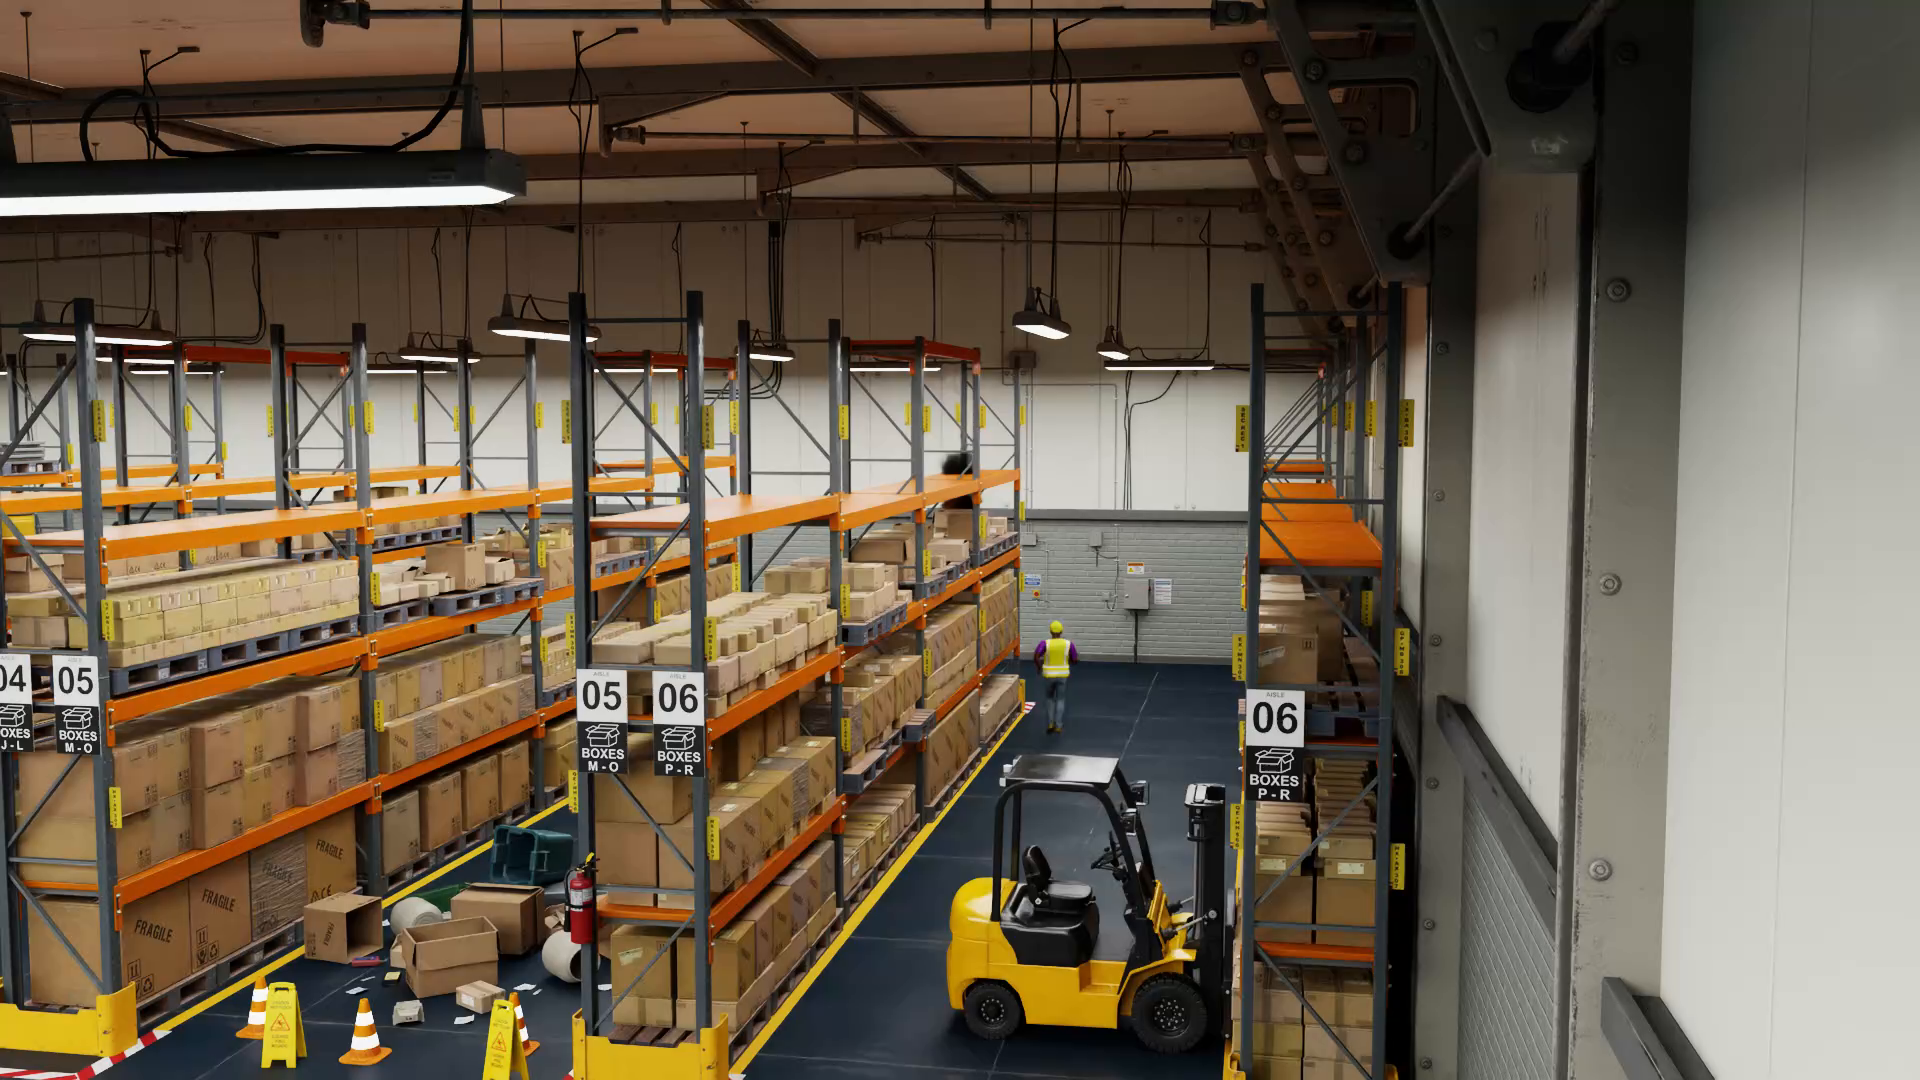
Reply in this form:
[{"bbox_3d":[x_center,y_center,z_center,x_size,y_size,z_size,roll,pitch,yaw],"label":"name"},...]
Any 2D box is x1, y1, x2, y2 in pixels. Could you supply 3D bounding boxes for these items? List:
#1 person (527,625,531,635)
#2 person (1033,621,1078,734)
[{"bbox_3d":[-6.683,2.194,26.171,0.610,1.754,0.889,1,5,11],"label":"person"},{"bbox_3d":[1.491,2.163,25.823,0.677,1.823,0.739,0,5,6],"label":"person"}]
